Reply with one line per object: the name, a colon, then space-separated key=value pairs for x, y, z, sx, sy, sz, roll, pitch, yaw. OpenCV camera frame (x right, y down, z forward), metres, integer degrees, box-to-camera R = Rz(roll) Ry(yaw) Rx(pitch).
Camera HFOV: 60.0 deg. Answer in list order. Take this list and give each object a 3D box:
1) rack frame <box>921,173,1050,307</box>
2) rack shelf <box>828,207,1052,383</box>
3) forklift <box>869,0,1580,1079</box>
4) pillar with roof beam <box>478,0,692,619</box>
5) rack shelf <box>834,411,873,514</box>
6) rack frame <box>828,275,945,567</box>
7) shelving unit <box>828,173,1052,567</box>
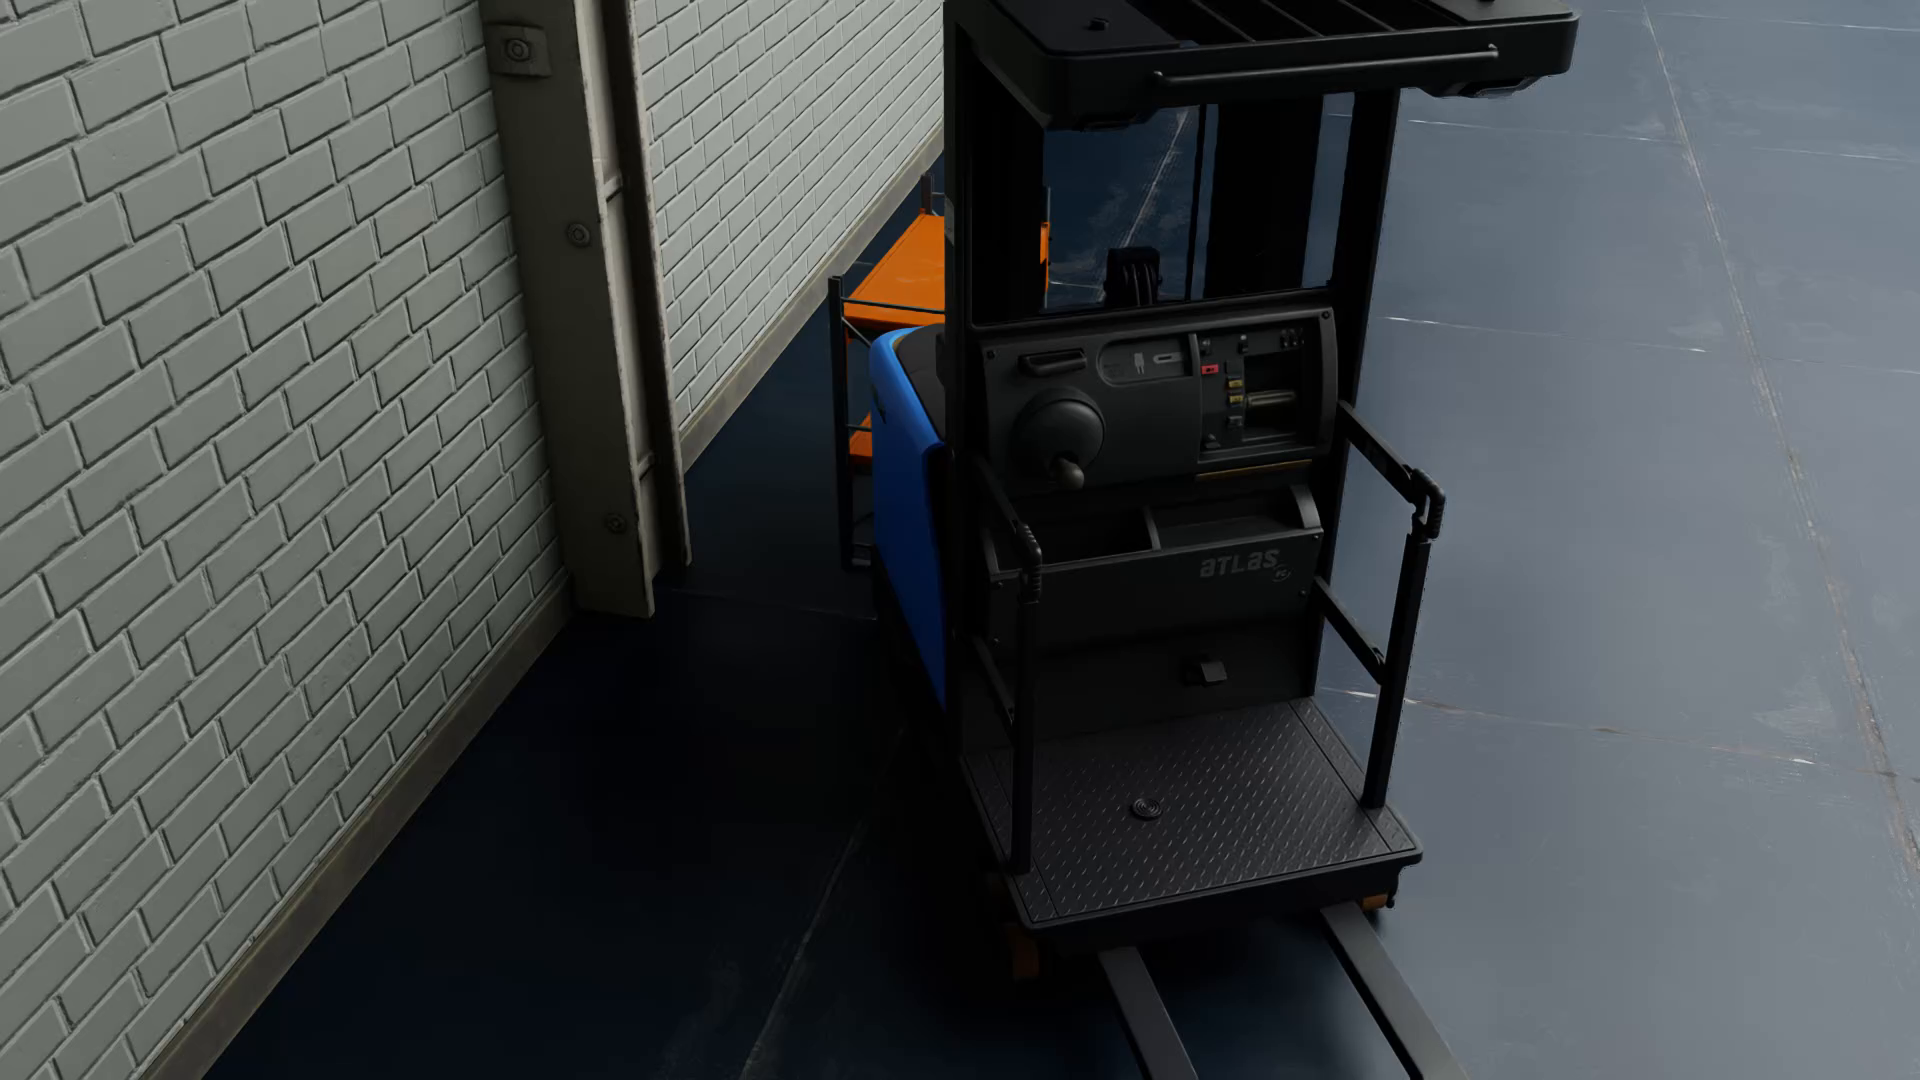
rack frame: x=0.094 y=-0.886 z=6.595 sx=0.500 sy=1.125 sz=0.032 roll=9 pitch=34 yaw=14
rack shelf: x=-0.051 y=-0.872 z=6.027 sx=0.538 sy=0.278 sz=1.000 roll=9 pitch=34 yaw=14
forklift: x=0.565 y=-0.299 z=3.989 sx=1.130 sy=2.935 sz=3.031 roll=-8 pitch=33 yaw=-12
pillar with roof beam: x=2.978 y=-3.060 z=2.675 sx=9.100 sy=9.000 sz=0.400 roll=8 pitch=33 yaw=12
rack shelf: x=-0.051 y=-0.418 z=6.315 sx=0.538 sy=0.278 sz=1.000 roll=9 pitch=34 yaw=14
rack frame: x=-0.196 y=-0.363 z=5.773 sx=0.500 sy=1.125 sz=0.032 roll=9 pitch=34 yaw=14
shelving unit: x=-0.051 y=-0.625 z=6.184 sx=0.538 sy=1.125 sz=1.048 roll=9 pitch=34 yaw=14
